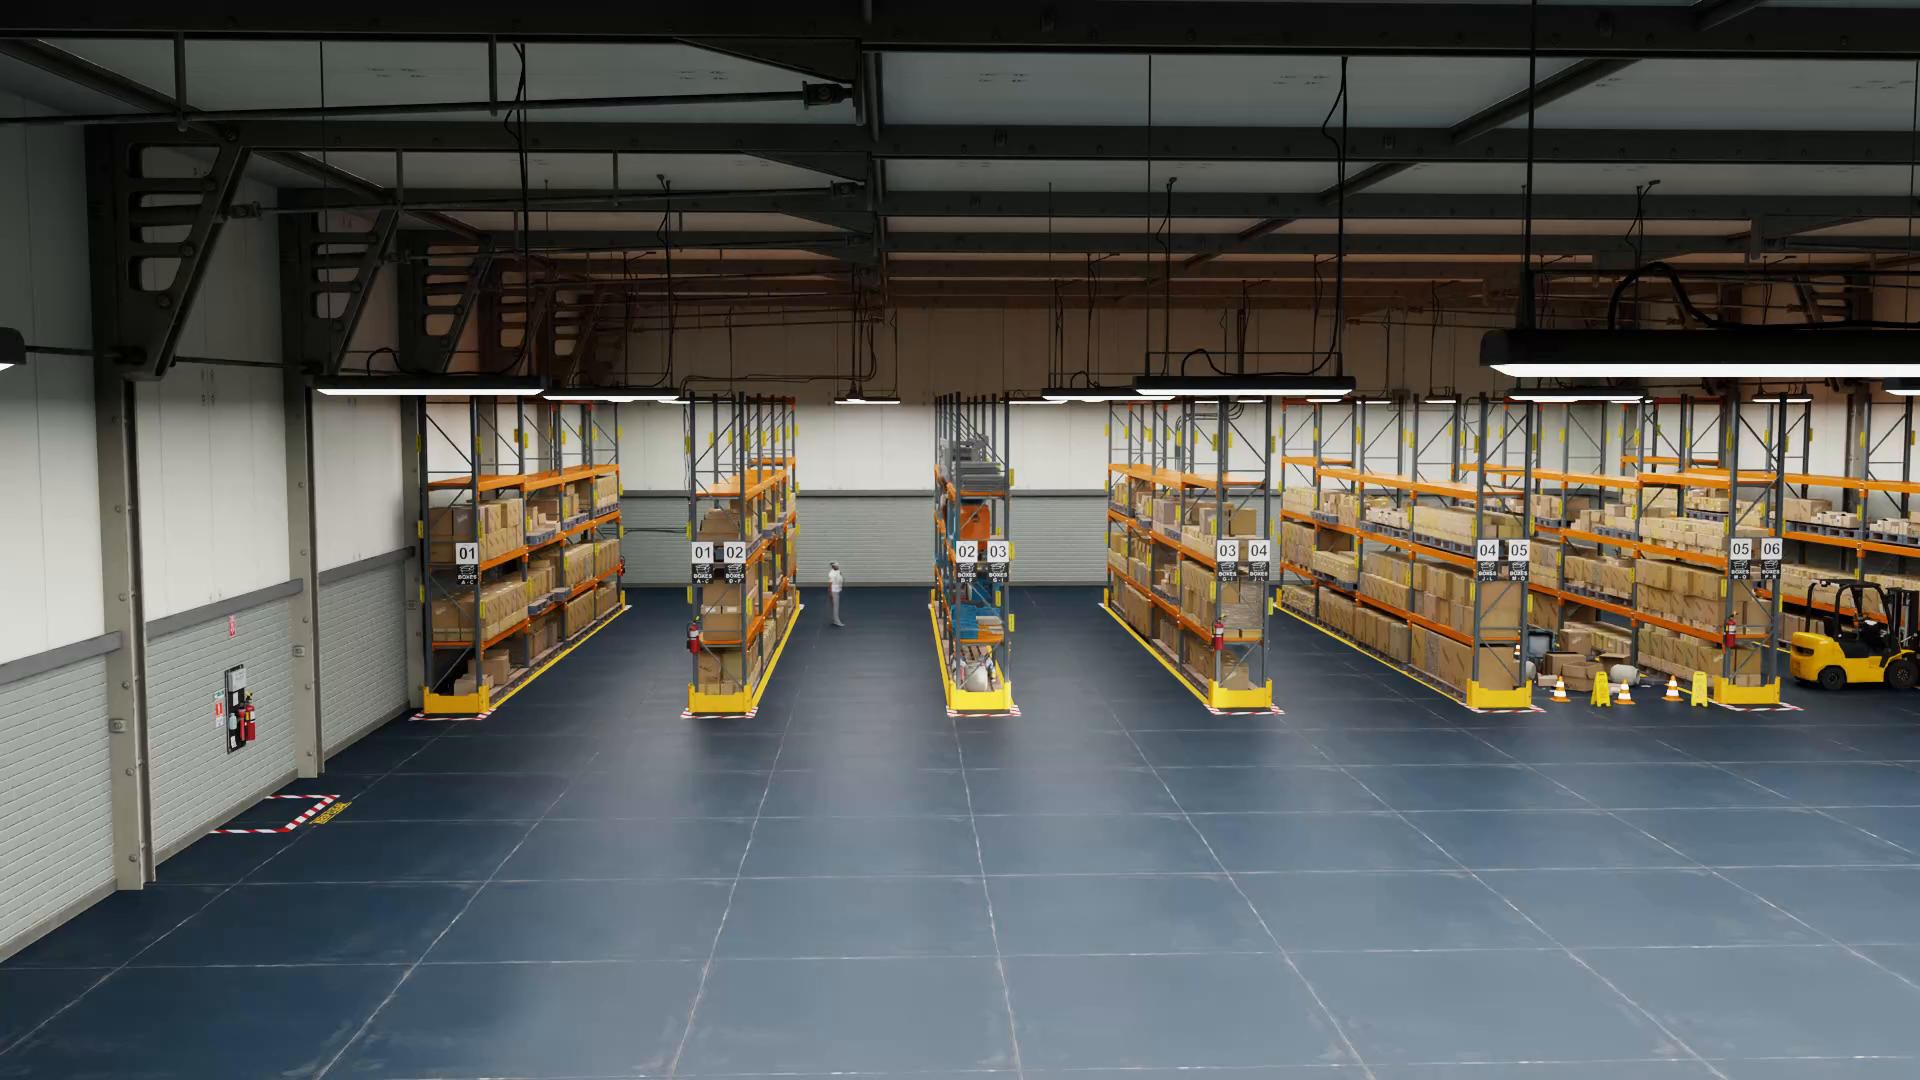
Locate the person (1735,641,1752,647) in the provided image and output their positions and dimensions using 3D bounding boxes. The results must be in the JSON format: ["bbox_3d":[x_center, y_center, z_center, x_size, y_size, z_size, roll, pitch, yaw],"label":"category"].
[{"bbox_3d":[17.125,1.925,36.487,0.608,1.768,0.601,4,6,43],"label":"person"}]

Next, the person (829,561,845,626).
[{"bbox_3d":[-3.212,1.387,43.747,0.515,1.711,0.494,2,5,19],"label":"person"}]

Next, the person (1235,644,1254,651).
[{"bbox_3d":[6.687,1.689,39.282,0.670,1.744,0.992,0,5,-3],"label":"person"}]

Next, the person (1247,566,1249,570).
[{"bbox_3d":[7.441,1.501,42.376,0.488,1.707,0.833,0,5,1],"label":"person"}]
